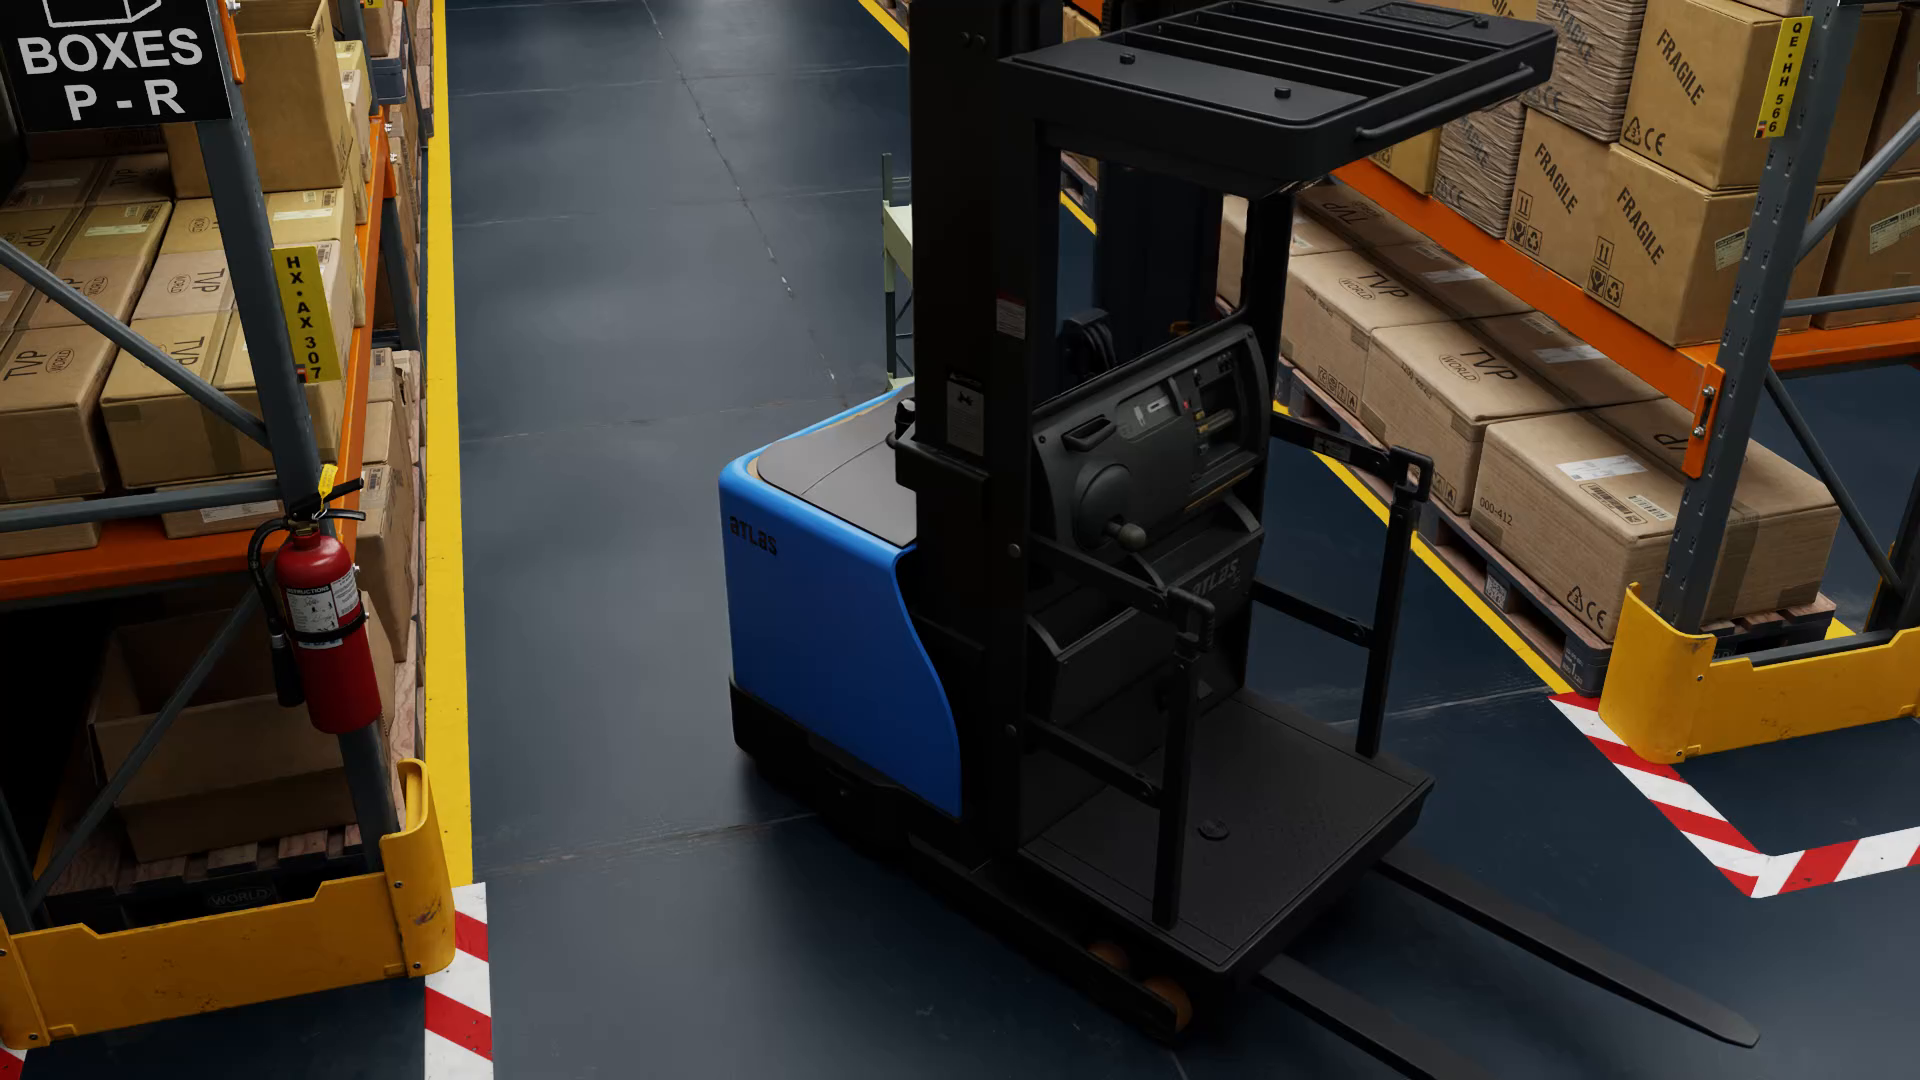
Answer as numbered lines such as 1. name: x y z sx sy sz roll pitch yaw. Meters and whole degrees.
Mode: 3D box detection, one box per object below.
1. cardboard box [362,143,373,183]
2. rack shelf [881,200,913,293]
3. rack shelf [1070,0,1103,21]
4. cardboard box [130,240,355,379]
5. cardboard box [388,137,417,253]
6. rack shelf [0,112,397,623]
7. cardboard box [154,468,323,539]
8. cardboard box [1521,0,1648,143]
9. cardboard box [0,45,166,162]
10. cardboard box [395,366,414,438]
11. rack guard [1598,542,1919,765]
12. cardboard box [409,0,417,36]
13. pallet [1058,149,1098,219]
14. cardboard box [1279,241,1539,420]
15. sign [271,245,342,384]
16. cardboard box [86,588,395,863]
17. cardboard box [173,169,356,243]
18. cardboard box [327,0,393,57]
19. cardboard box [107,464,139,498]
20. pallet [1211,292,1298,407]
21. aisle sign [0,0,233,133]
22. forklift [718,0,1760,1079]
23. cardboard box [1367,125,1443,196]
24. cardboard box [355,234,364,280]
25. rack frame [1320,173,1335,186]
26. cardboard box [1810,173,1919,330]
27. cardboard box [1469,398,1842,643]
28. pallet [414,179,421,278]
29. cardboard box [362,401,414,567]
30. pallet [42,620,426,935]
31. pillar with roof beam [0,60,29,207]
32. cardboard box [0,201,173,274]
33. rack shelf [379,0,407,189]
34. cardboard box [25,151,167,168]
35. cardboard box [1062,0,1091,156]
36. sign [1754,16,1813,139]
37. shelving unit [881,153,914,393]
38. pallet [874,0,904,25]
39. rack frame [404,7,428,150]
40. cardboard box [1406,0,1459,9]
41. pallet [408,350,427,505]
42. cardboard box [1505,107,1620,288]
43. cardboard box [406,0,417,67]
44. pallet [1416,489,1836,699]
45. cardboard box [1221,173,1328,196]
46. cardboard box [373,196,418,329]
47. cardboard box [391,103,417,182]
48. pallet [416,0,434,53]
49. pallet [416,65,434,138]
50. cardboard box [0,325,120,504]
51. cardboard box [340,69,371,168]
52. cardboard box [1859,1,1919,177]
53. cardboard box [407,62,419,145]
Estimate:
1. cardboard box: -2.557 -1.519 6.630 0.380 0.149 0.250 -7 31 -12
2. rack shelf: -0.002 -0.990 6.184 0.431 0.370 0.720 -8 31 -13
3. rack shelf: 1.186 -3.309 10.191 1.077 0.370 4.000 -8 31 -13
4. cardboard box: -2.001 -0.623 4.685 0.500 0.250 0.500 -8 31 -13
5. cardboard box: -3.258 -1.854 9.035 0.500 0.500 0.500 -9 31 -15
6. rack shelf: -2.537 -0.716 5.710 1.077 0.370 4.000 -8 31 -13
7. cardboard box: -1.829 -0.148 4.261 0.380 0.149 0.250 -8 31 -14
8. cardboard box: 2.254 -1.648 5.506 0.500 0.500 0.500 -8 31 -13
9. cardboard box: -2.929 -1.627 5.670 0.500 0.500 0.500 -9 31 -15
10. cardboard box: -2.542 -0.589 7.083 0.396 0.266 0.258 -7 31 -11
11. rack guard: 2.785 0.371 5.611 1.175 0.500 0.348 -8 31 -13
12. cardboard box: -4.843 -4.384 13.282 0.875 0.625 0.625 -8 31 -14
13. pallet: 1.112 -2.401 10.687 1.003 0.211 1.213 -8 31 -13
14. cardboard box: 2.018 -0.978 7.583 0.875 0.438 0.875 -9 31 -15
15. sign: -1.483 -0.508 3.769 0.100 0.325 0.005 -8 31 -13
16. cardboard box: -2.077 0.530 4.913 0.797 0.503 0.637 -9 31 -15
17. cardboard box: -2.295 -1.112 5.529 0.500 0.250 0.500 -9 31 -15
18. cardboard box: -2.980 -2.481 7.524 0.700 0.500 0.500 -7 31 -12
19. cardboard box: -2.361 -0.207 4.365 0.380 0.149 0.250 -7 31 -12
20. pallet: 1.843 -1.070 8.388 1.003 0.211 1.213 -8 31 -13
21. aisle sign: -1.705 -1.192 3.220 0.394 0.787 0.004 -8 31 -13
22. forklift: 0.674 -0.233 4.227 3.031 2.935 1.130 25 38 36
23. cardboard box: 1.981 -1.703 6.598 0.500 0.500 0.500 -7 31 -12
24. cardboard box: -2.212 -0.901 5.563 0.380 0.149 0.250 -7 31 -12
25. rack frame: 1.717 -2.655 8.342 1.000 3.000 0.127 -8 31 -13
26. cardboard box: 2.928 -1.036 5.446 0.500 0.500 0.500 -8 31 -14
27. cardboard box: 2.507 -0.101 6.069 0.875 0.438 0.875 -9 31 -15
28. pallet: -3.647 -1.764 9.587 1.003 0.211 1.213 -8 31 -13
29. cardboard box: -2.310 -0.156 6.100 0.500 0.500 0.500 -7 31 -12
30. pallet: -2.239 0.724 5.288 1.003 0.211 1.213 -8 31 -13
31. pillar with roof beam: 0.399 -4.706 5.897 9.100 9.000 0.400 -8 31 -13
32. cardboard box: -2.646 -0.801 4.992 0.500 0.250 0.500 -7 31 -12
33. rack shelf: -3.598 -2.648 9.048 1.077 0.370 4.000 -8 31 -13
34. cardboard box: -2.922 -1.291 5.839 0.500 0.250 0.500 -7 31 -12
35. cardboard box: 0.991 -3.073 10.766 0.875 0.875 0.875 -7 31 -13
36. sign: 2.252 -1.261 4.542 0.100 0.325 0.005 -8 31 -13
37. shelving unit: -0.002 -0.652 6.380 0.431 1.500 0.755 -8 31 -13
38. pallet: -0.198 -4.936 15.067 1.003 0.211 1.213 -8 31 -13
39. rack frame: -4.129 -3.925 10.537 1.000 3.000 0.127 -8 31 -13
40. cardboard box: 1.994 -2.131 6.339 0.500 0.500 0.500 -8 31 -14
41. pallet: -2.886 -0.454 7.324 1.003 0.211 1.213 -8 31 -13
42. cardboard box: 2.277 -1.208 5.743 0.500 0.500 0.500 -8 31 -14
43. cardboard box: -4.463 -3.696 12.093 0.875 0.625 0.625 -7 31 -12
44. pallet: 2.491 0.108 6.352 1.003 0.211 1.213 -8 31 -13
45. cardboard box: 1.475 -2.206 9.268 0.875 0.875 0.875 -7 31 -12
46. cardboard box: -2.979 -1.356 8.175 0.500 0.500 0.500 -7 31 -11
47. cardboard box: -3.546 -2.354 9.898 0.500 0.500 0.500 -7 31 -11
48. pallet: -4.958 -4.299 13.967 1.003 0.211 1.213 -8 31 -13
49. pallet: -4.310 -3.121 11.931 1.003 0.211 1.213 -8 31 -13
50. cardboard box: -2.384 -0.312 4.147 0.500 0.250 0.500 -7 31 -12
51. cardboard box: -2.550 -1.603 6.378 0.500 0.250 0.500 -8 31 -13
52. cardboard box: 2.926 -1.468 5.195 0.500 0.500 0.500 -9 31 -14
53. cardboard box: -3.810 -2.849 10.754 0.500 0.500 0.500 -7 31 -12
